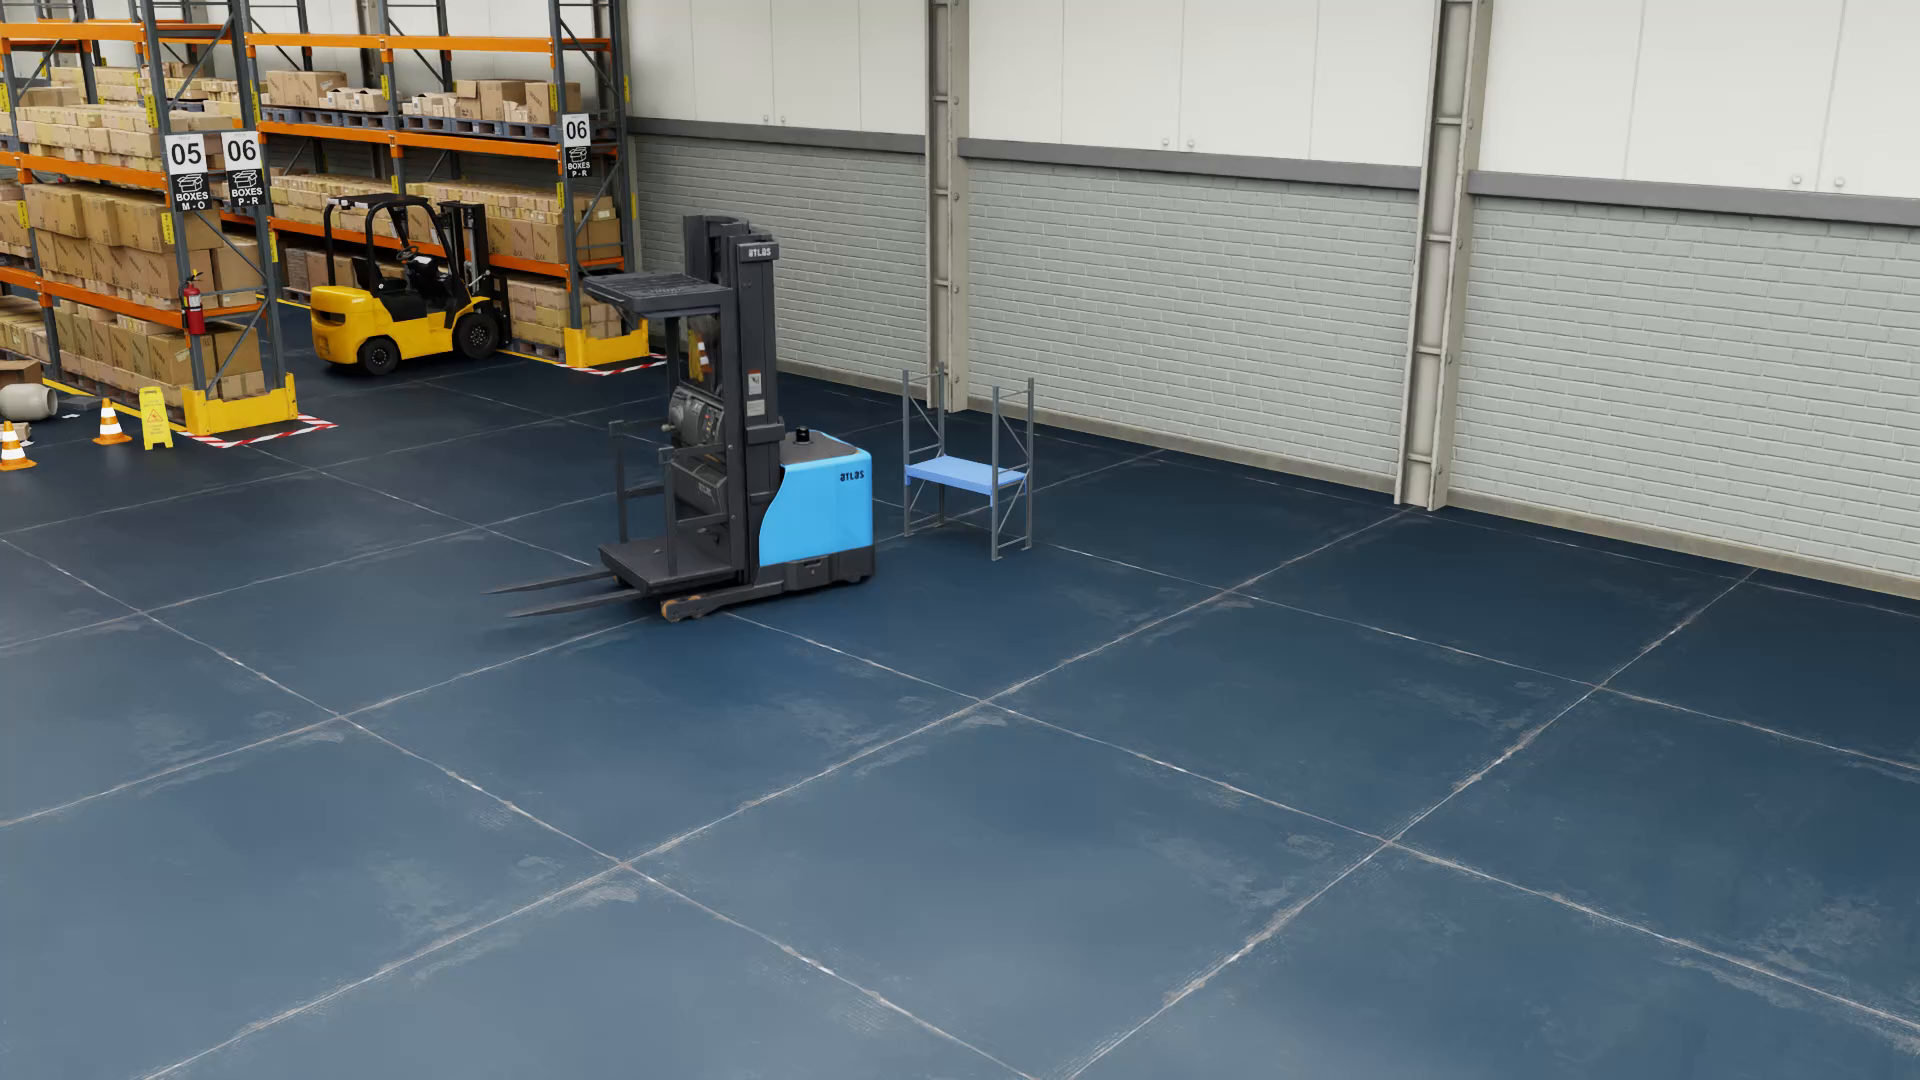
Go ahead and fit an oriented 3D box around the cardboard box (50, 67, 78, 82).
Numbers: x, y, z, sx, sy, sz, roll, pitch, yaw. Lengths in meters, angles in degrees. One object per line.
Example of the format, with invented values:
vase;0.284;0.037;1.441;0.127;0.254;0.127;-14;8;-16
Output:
cardboard box;-16.510;-8.643;30.858;0.500;0.250;0.500;15;23;39

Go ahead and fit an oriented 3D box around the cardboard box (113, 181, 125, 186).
cardboard box;-14.975;-6.565;30.096;0.500;0.250;0.500;15;23;39

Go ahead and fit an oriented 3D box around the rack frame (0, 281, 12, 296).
rack frame;-13.983;-4.321;23.267;0.127;3.000;1.000;15;23;39

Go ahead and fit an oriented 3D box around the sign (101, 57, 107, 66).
sign;-16.291;-9.024;31.665;0.005;0.325;0.100;15;23;39

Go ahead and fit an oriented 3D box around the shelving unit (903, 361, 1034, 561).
shelving unit;0.064;-0.698;14.331;1.048;1.500;0.538;15;23;39

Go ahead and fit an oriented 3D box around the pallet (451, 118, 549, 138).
pallet;-6.136;-5.618;22.544;1.213;0.211;1.003;15;23;39

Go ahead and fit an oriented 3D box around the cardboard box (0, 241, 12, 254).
cardboard box;-11.962;-3.739;21.156;0.250;0.149;0.380;15;23;38

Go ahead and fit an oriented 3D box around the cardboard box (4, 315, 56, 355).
cardboard box;-11.925;-2.713;21.853;0.950;0.372;0.625;-17;24;-42

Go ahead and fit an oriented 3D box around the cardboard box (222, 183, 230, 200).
cardboard box;-11.695;-5.712;27.204;0.500;0.250;0.500;14;22;37

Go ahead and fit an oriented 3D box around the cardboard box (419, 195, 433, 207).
cardboard box;-7.441;-4.823;23.612;0.250;0.149;0.380;16;23;41

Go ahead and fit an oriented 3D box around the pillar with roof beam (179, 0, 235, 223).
pillar with roof beam;-16.463;-8.477;26.445;0.400;9.000;9.100;15;23;39

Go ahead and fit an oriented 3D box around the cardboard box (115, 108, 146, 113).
cardboard box;-9.594;-4.948;19.382;0.250;0.149;0.380;15;23;40

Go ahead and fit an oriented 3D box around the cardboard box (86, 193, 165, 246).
cardboard box;-9.350;-3.616;18.737;0.500;0.500;0.700;15;23;39

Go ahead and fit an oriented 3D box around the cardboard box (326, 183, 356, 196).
cardboard box;-9.327;-5.302;25.122;0.250;0.149;0.380;14;23;38

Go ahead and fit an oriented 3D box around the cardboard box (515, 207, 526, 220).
cardboard box;-5.695;-4.364;22.166;0.250;0.149;0.380;15;23;39

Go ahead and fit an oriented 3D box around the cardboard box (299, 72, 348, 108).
cardboard box;-9.550;-6.765;24.984;0.500;0.500;0.500;16;23;41

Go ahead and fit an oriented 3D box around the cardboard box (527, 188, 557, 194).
cardboard box;-5.717;-4.738;22.852;0.250;0.149;0.380;14;23;38

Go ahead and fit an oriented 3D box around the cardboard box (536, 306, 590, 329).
cardboard box;-5.279;-2.993;22.108;0.500;0.250;0.500;15;23;39

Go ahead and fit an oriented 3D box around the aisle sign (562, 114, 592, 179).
aisle sign;-4.853;-4.998;21.102;0.004;0.787;0.394;15;23;39

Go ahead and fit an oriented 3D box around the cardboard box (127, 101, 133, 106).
cardboard box;-14.329;-7.613;29.097;0.250;0.149;0.380;15;23;39

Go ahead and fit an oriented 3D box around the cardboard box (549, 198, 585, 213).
cardboard box;-5.115;-4.361;21.665;0.250;0.149;0.380;15;23;39

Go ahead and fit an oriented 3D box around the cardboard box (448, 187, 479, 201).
cardboard box;-6.869;-4.807;23.069;0.250;0.149;0.380;15;23;38

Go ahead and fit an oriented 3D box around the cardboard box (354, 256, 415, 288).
cardboard box;-8.672;-3.969;25.391;0.625;0.625;0.875;15;23;39

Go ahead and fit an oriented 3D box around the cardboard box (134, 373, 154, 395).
cardboard box;-9.165;-1.811;19.211;0.500;0.250;0.500;15;23;39

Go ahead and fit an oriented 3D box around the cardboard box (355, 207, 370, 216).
cardboard box;-8.626;-4.950;24.673;0.500;0.250;0.500;14;23;38

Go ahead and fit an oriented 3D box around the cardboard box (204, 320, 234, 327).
cardboard box;-8.831;-2.294;19.494;0.500;0.500;0.500;14;22;37

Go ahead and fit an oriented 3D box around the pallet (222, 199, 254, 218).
pallet;-11.245;-5.473;27.216;1.003;0.211;1.213;15;23;39

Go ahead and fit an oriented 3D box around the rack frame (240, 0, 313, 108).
rack frame;-10.691;-8.304;25.900;0.127;3.000;1.000;15;23;39

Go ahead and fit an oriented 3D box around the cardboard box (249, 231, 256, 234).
cardboard box;-11.877;-5.185;28.357;0.250;0.149;0.380;15;23;40

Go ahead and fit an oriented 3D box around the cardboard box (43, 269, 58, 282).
cardboard box;-10.969;-3.262;20.346;0.250;0.149;0.380;15;23;39

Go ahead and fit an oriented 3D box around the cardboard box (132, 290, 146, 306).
cardboard box;-9.075;-2.748;18.728;0.250;0.149;0.380;16;23;40

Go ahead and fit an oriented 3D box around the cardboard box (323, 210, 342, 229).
cardboard box;-9.372;-4.920;25.404;0.500;0.250;0.500;16;24;41

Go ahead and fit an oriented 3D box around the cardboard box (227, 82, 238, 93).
cardboard box;-11.504;-7.255;26.652;0.250;0.149;0.380;14;22;37

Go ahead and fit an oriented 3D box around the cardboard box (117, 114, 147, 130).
cardboard box;-8.975;-4.576;18.209;0.250;0.149;0.380;15;23;40

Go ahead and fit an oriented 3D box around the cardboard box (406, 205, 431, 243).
cardboard box;-7.541;-4.541;23.795;0.500;0.500;0.500;14;22;38

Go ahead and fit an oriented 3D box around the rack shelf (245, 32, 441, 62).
rack shelf;-9.195;-7.369;24.804;4.000;0.370;1.077;15;23;39

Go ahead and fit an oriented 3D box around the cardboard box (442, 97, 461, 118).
cardboard box;-6.791;-5.888;22.610;0.258;0.266;0.396;14;23;38

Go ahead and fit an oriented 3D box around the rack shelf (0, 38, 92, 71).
rack shelf;-12.487;-6.245;21.263;4.000;0.370;1.077;15;23;39

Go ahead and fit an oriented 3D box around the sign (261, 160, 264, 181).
sign;-11.044;-5.834;26.252;0.005;0.325;0.100;15;23;39

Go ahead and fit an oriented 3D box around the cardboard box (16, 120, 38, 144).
cardboard box;-10.844;-4.867;19.787;0.500;0.250;0.500;14;23;38

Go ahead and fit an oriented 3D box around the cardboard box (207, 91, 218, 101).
cardboard box;-12.061;-7.274;27.202;0.250;0.149;0.380;16;24;41

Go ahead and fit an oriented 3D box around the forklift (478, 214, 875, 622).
forklift;-2.211;-0.952;12.767;3.031;2.935;1.130;-11;21;-31

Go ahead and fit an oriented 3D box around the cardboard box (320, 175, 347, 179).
cardboard box;-9.890;-5.689;26.340;0.250;0.149;0.380;15;23;39

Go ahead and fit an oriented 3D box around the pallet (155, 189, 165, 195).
pallet;-13.158;-5.971;28.784;1.213;0.211;1.003;15;23;39

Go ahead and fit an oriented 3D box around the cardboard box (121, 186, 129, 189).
cardboard box;-14.897;-6.332;30.022;0.250;0.149;0.380;15;23;38

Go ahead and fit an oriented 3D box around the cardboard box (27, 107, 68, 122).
cardboard box;-10.759;-5.025;19.624;0.250;0.149;0.380;16;24;41

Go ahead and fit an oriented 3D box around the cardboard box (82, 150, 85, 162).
cardboard box;-9.766;-4.399;18.971;0.250;0.149;0.380;15;23;40

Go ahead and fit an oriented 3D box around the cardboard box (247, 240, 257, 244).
cardboard box;-11.453;-4.852;27.307;0.250;0.149;0.380;14;22;36

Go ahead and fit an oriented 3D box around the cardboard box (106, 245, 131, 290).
cardboard box;-9.332;-3.153;18.932;0.500;0.500;0.500;15;23;39
